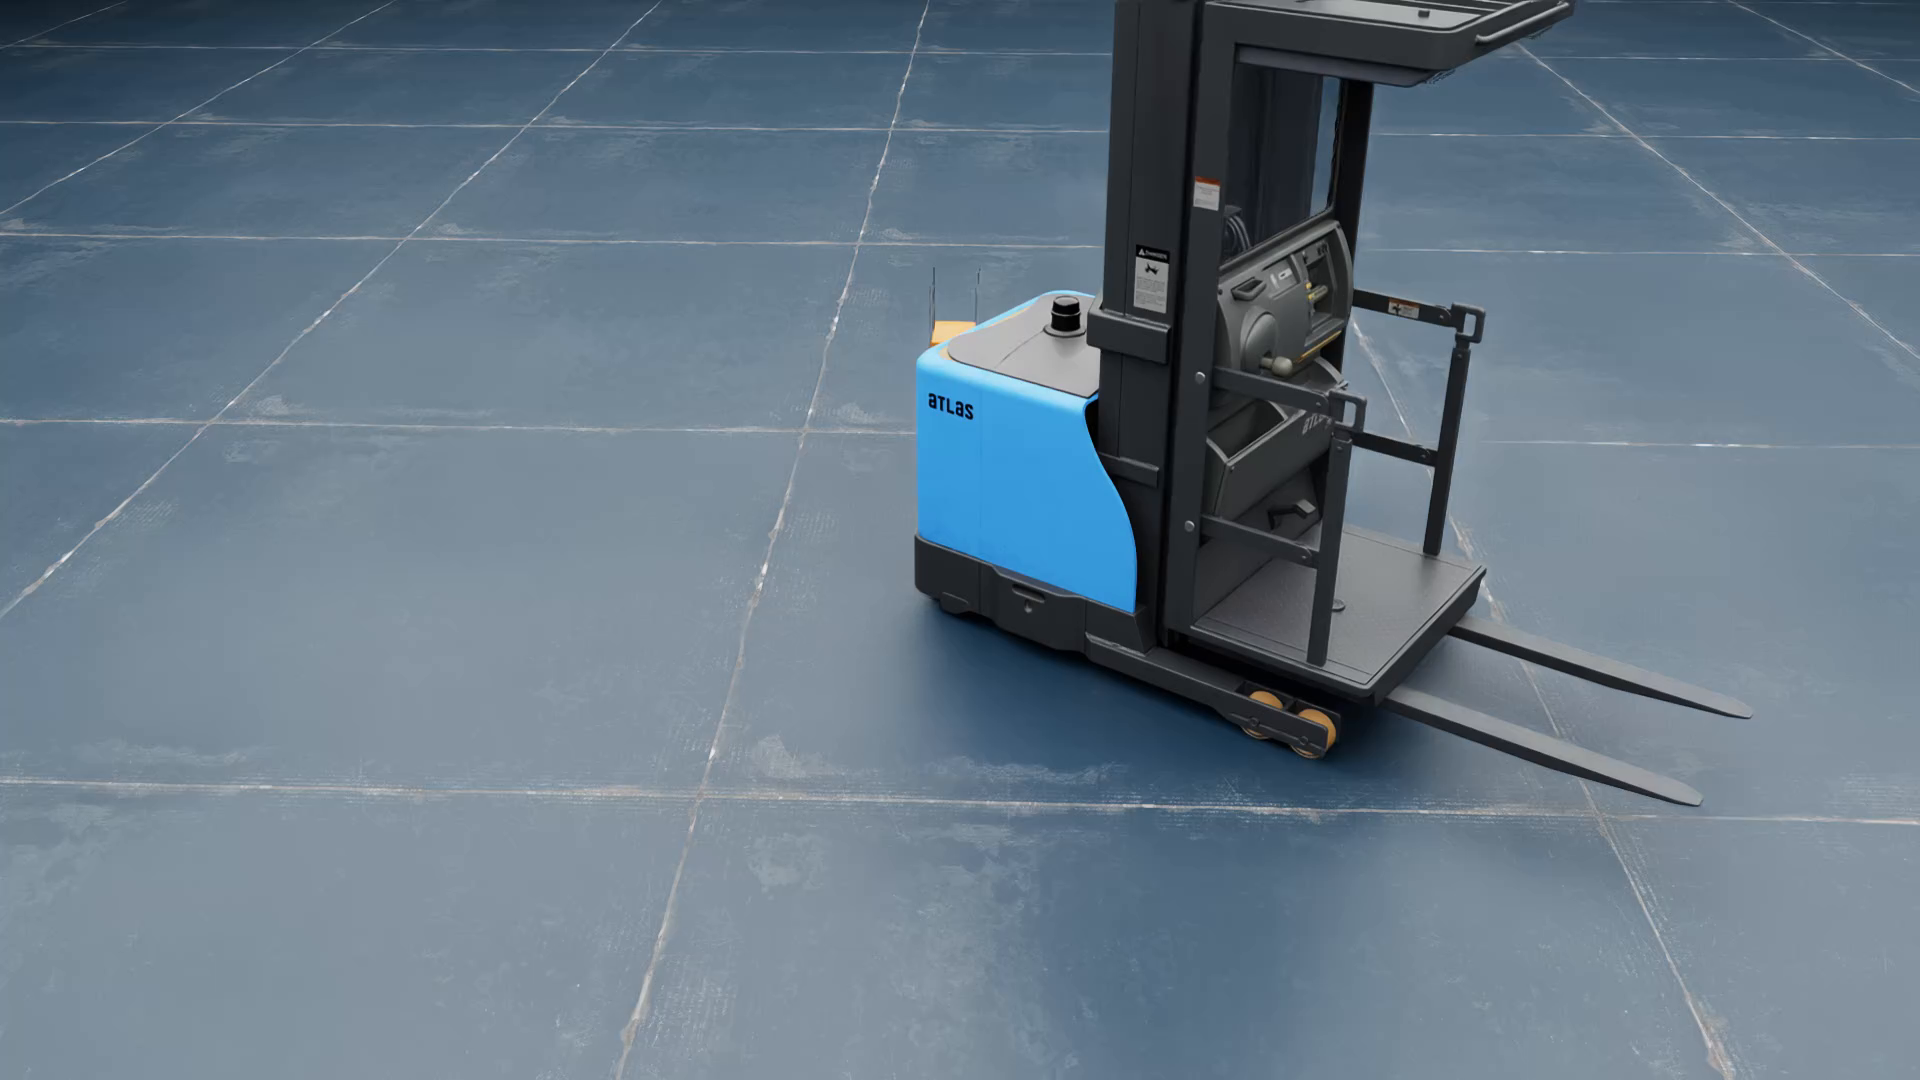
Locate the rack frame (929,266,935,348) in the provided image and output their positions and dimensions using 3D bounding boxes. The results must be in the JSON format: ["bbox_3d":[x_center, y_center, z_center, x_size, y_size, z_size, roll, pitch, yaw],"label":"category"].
[{"bbox_3d":[-0.113,-0.536,6.981,0.006,1.200,0.240,2,28,3],"label":"rack frame"}]

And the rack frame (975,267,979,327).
[{"bbox_3d":[0.070,-0.531,6.971,0.006,1.200,0.240,2,28,3],"label":"rack frame"}]

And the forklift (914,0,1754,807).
[{"bbox_3d":[1.301,-0.815,5.659,3.031,2.935,1.130,19,34,32],"label":"forklift"}]

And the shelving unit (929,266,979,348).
[{"bbox_3d":[-0.021,-0.534,6.976,0.189,1.200,0.258,2,28,3],"label":"shelving unit"}]

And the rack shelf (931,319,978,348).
[{"bbox_3d":[-0.021,-0.813,6.828,0.180,0.103,0.258,2,28,3],"label":"rack shelf"}]
